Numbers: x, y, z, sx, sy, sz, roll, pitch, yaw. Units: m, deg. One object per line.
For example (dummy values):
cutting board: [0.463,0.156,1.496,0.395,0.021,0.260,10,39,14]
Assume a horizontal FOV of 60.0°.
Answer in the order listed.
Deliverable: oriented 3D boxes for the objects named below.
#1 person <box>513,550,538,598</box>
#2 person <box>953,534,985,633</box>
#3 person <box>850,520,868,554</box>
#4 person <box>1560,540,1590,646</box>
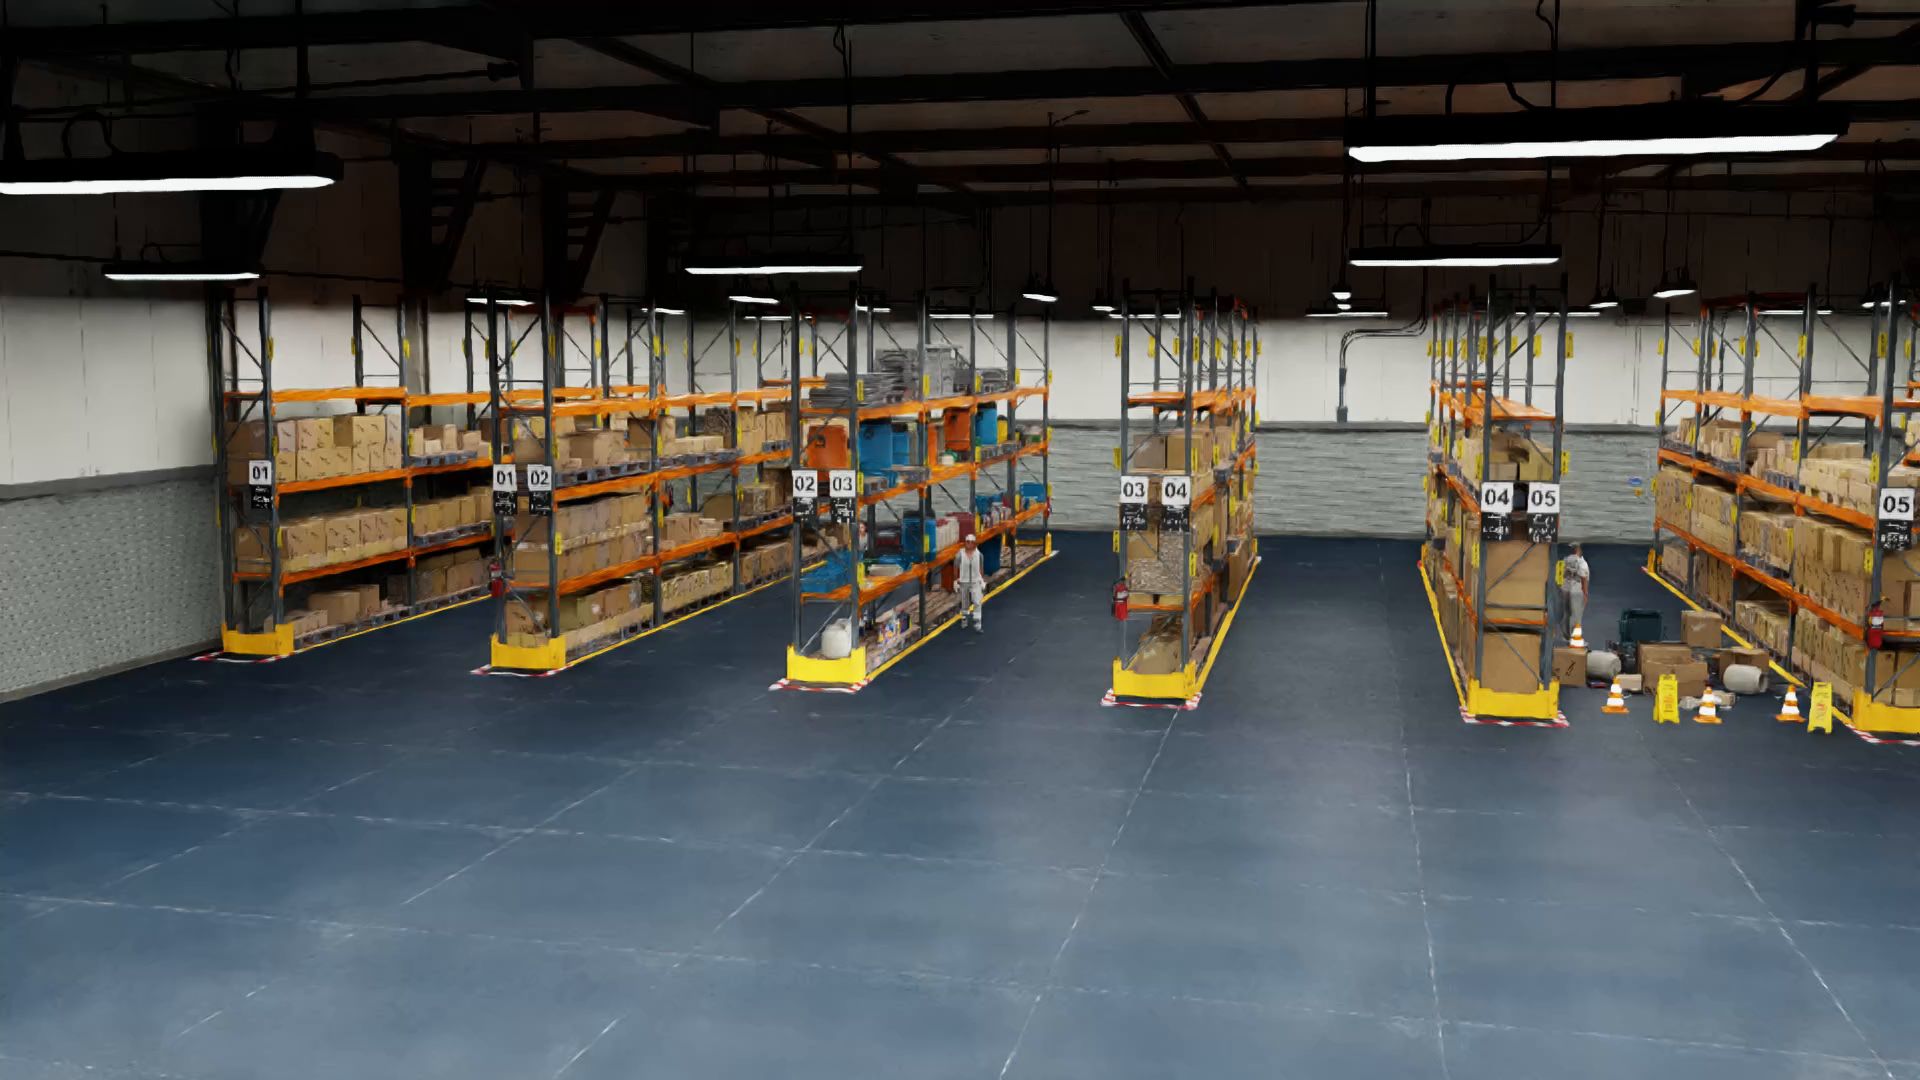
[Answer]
person: [-8.232,0.496,31.686,0.528,1.728,1.032,1,7,5]
person: [0.169,0.757,29.455,0.581,1.767,0.875,0,7,-4]
person: [-1.915,0.401,33.159,0.580,1.619,0.507,1,7,11]
person: [10.431,0.890,28.146,0.475,1.762,0.595,-2,7,-17]
